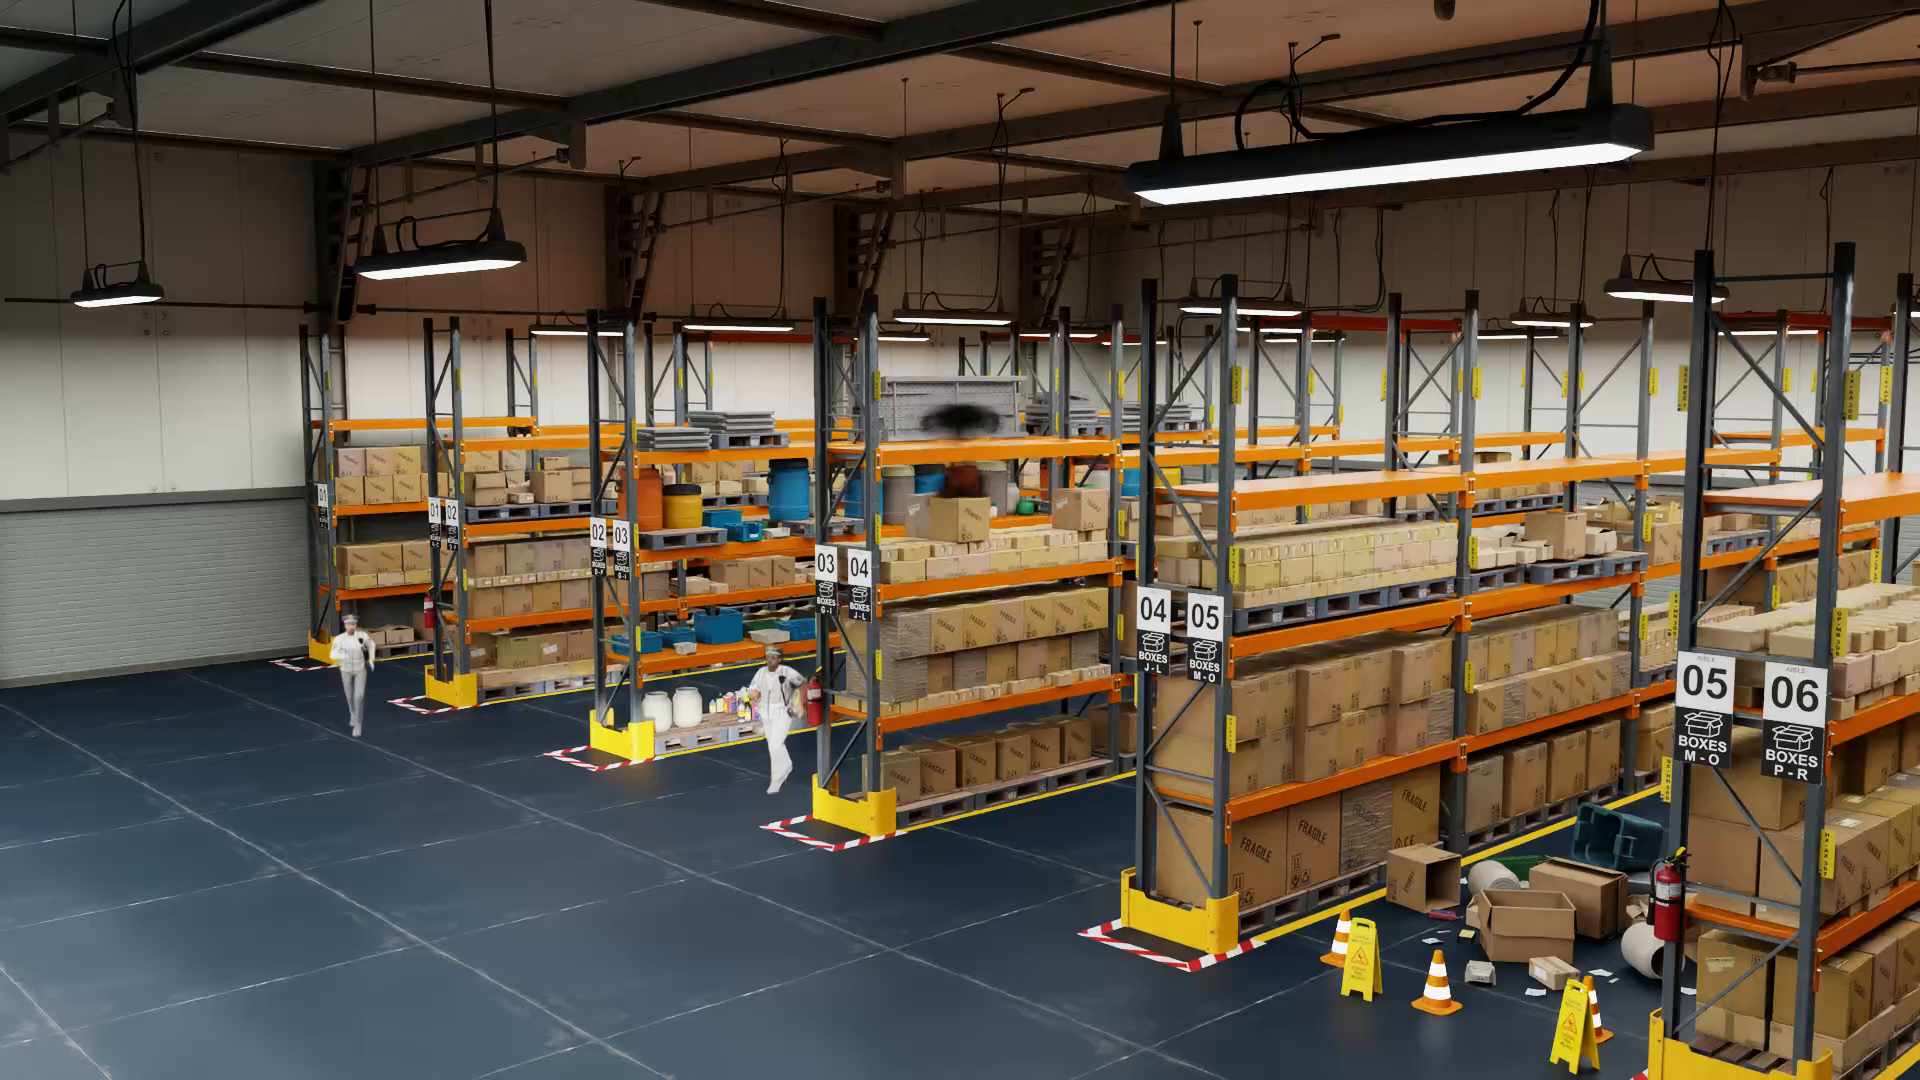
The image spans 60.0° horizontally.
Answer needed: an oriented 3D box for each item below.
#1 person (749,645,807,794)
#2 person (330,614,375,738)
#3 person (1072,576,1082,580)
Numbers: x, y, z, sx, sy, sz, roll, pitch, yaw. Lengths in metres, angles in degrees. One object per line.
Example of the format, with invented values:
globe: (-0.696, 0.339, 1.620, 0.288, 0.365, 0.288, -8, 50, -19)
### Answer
person: (-2.290, 2.207, 20.642, 0.616, 1.847, 0.872, 3, 6, 26)
person: (-8.699, 1.911, 23.842, 0.564, 1.740, 0.845, -1, 6, -12)
person: (2.916, 0.356, 39.692, 0.664, 1.601, 0.529, -2, 6, -17)
